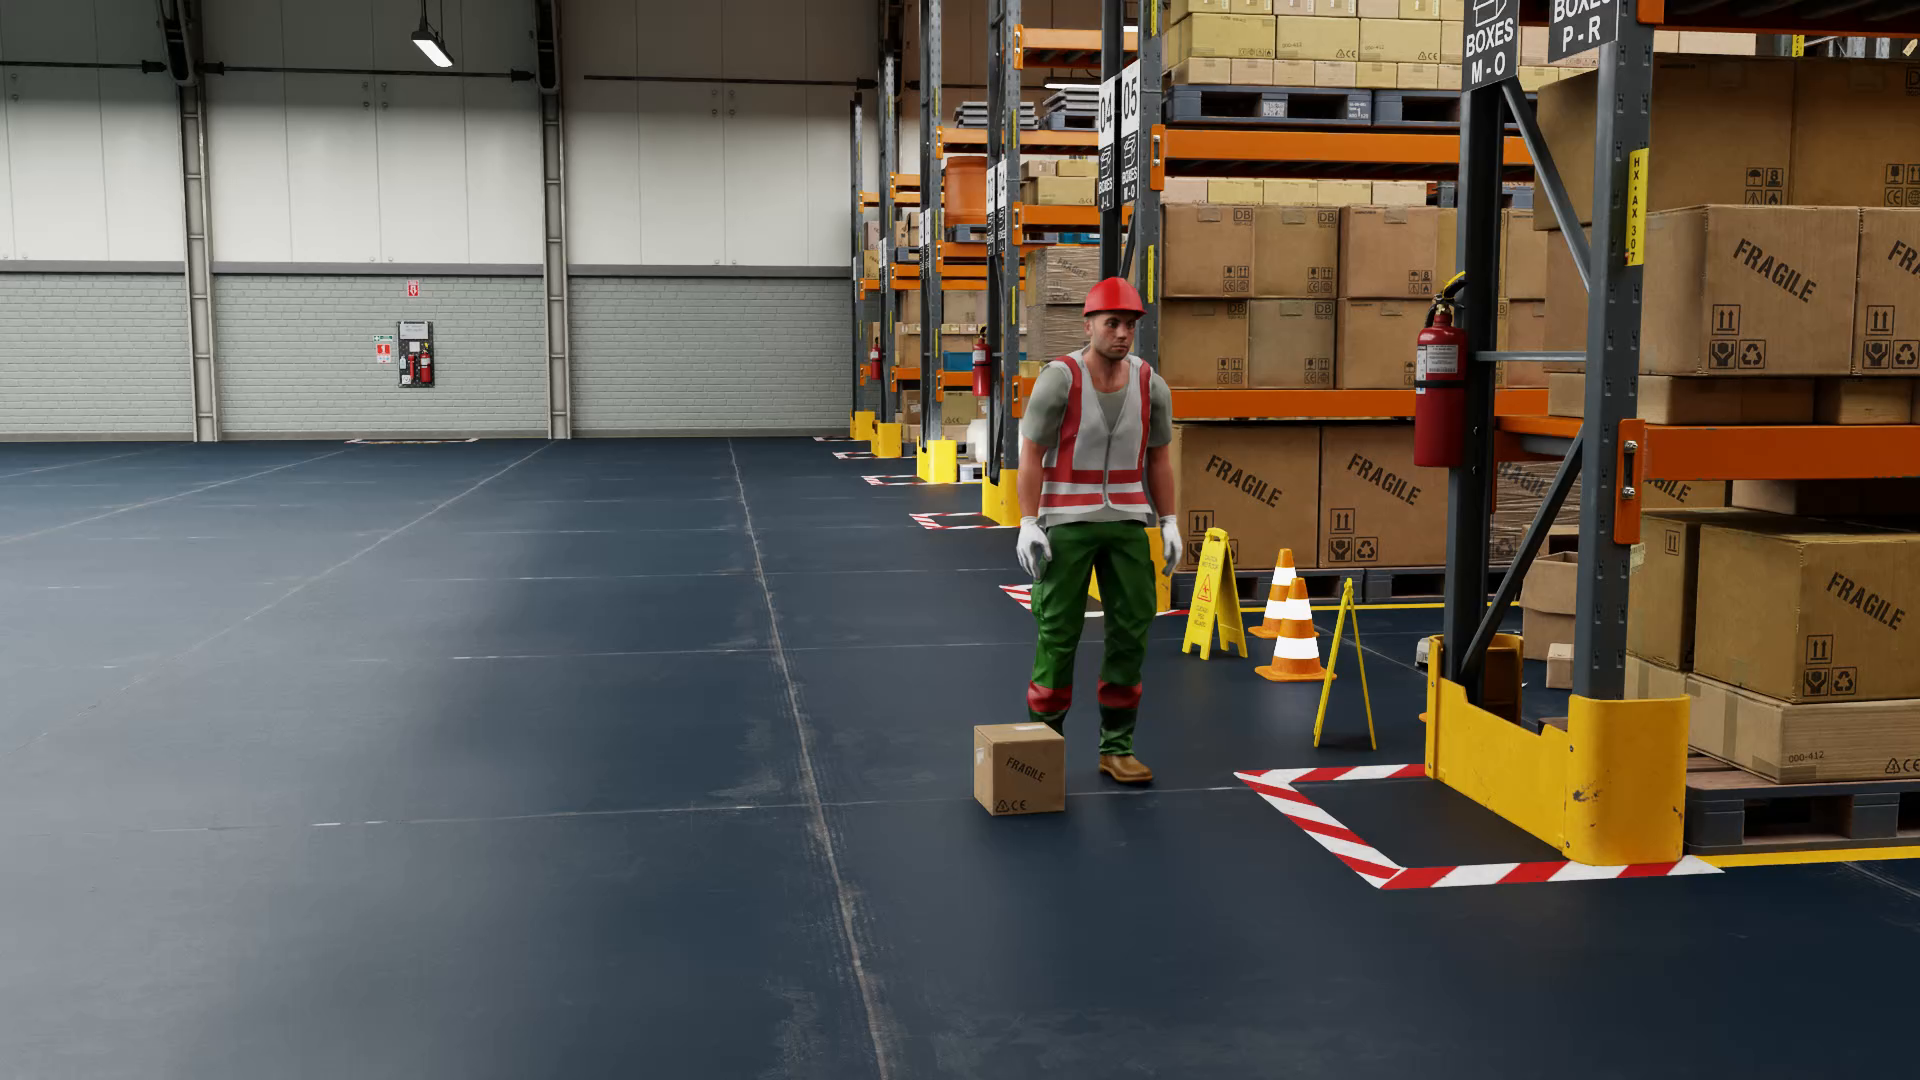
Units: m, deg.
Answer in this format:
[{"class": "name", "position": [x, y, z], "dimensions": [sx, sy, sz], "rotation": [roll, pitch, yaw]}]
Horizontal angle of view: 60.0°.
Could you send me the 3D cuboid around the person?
[{"class": "person", "position": [0.487, -0.026, 5.868], "dimensions": [0.610, 1.780, 0.445], "rotation": [-2, 7, -15]}]
